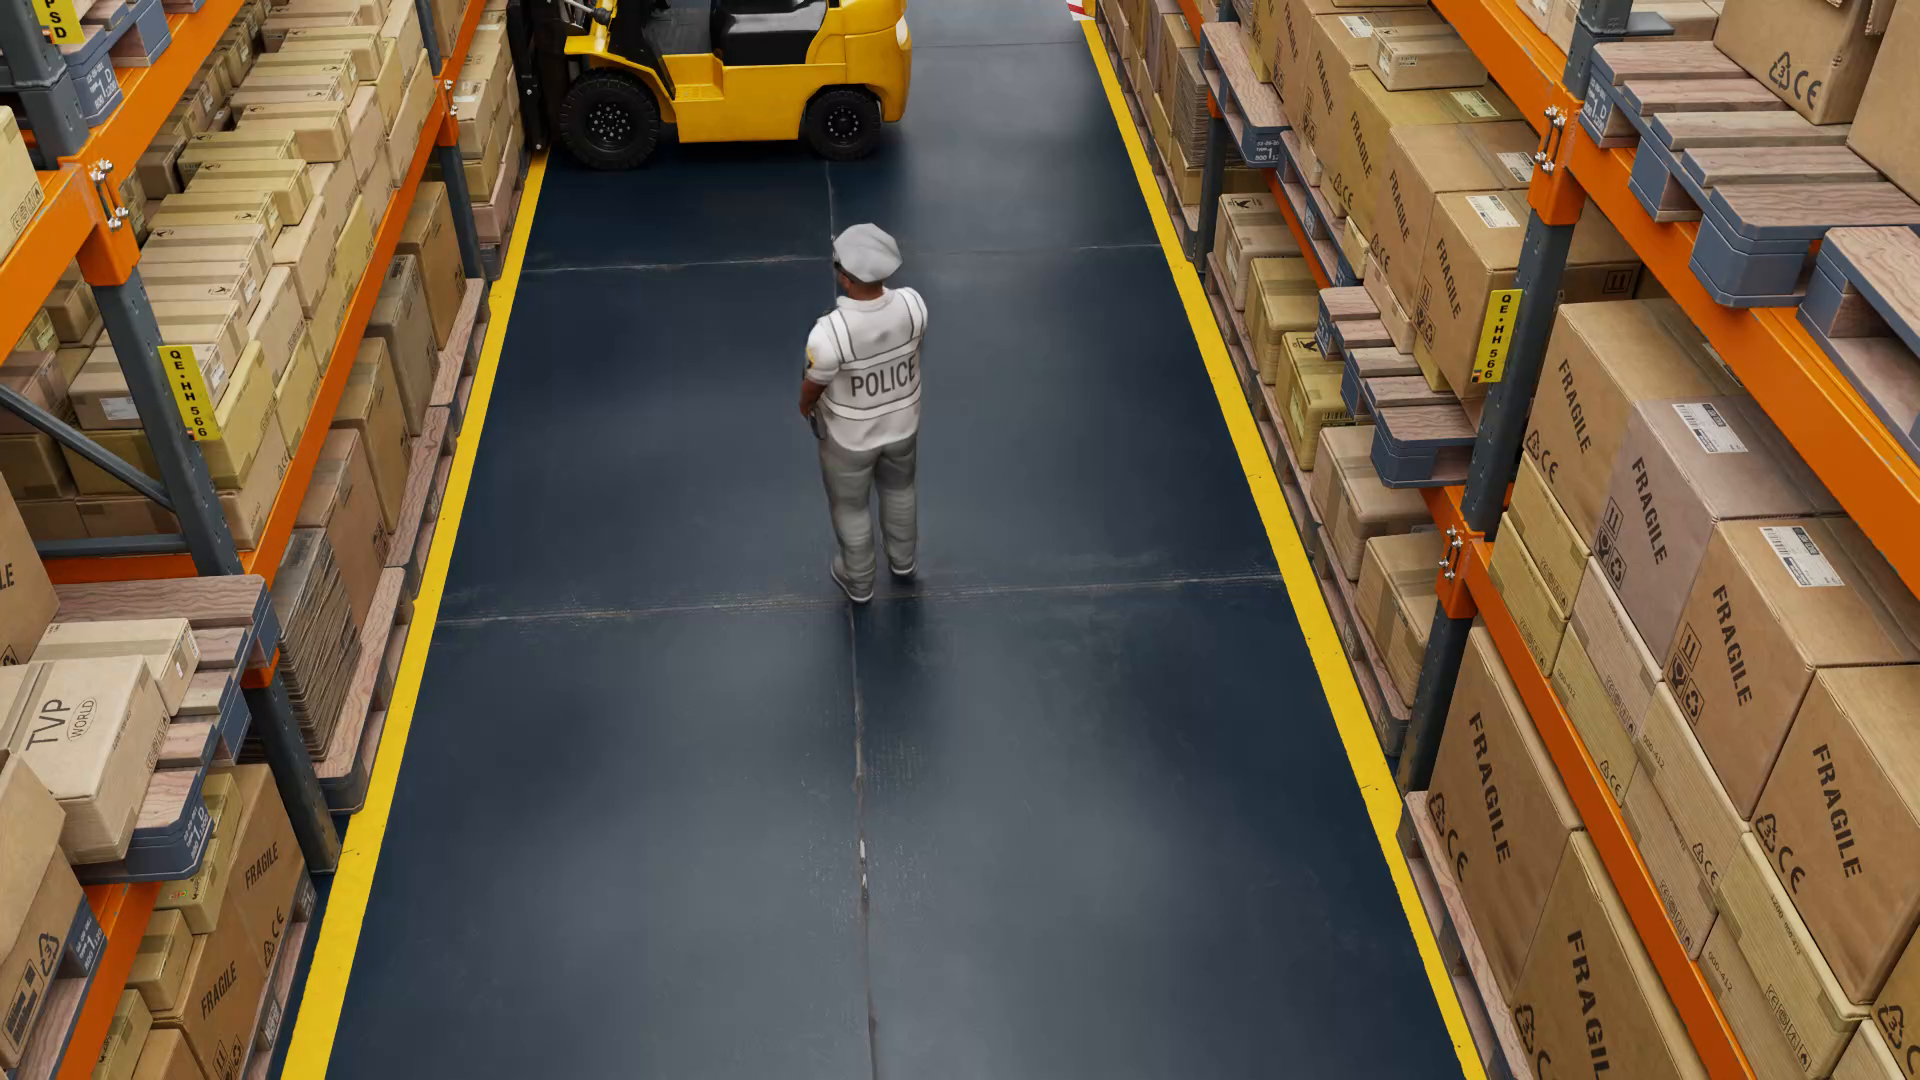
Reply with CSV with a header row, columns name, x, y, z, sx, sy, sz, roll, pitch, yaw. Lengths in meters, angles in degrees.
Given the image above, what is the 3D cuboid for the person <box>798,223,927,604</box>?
name,x,y,z,sx,sy,sz,roll,pitch,yaw
person,-0.390,-0.516,6.757,0.572,1.789,0.518,-23,44,-26
